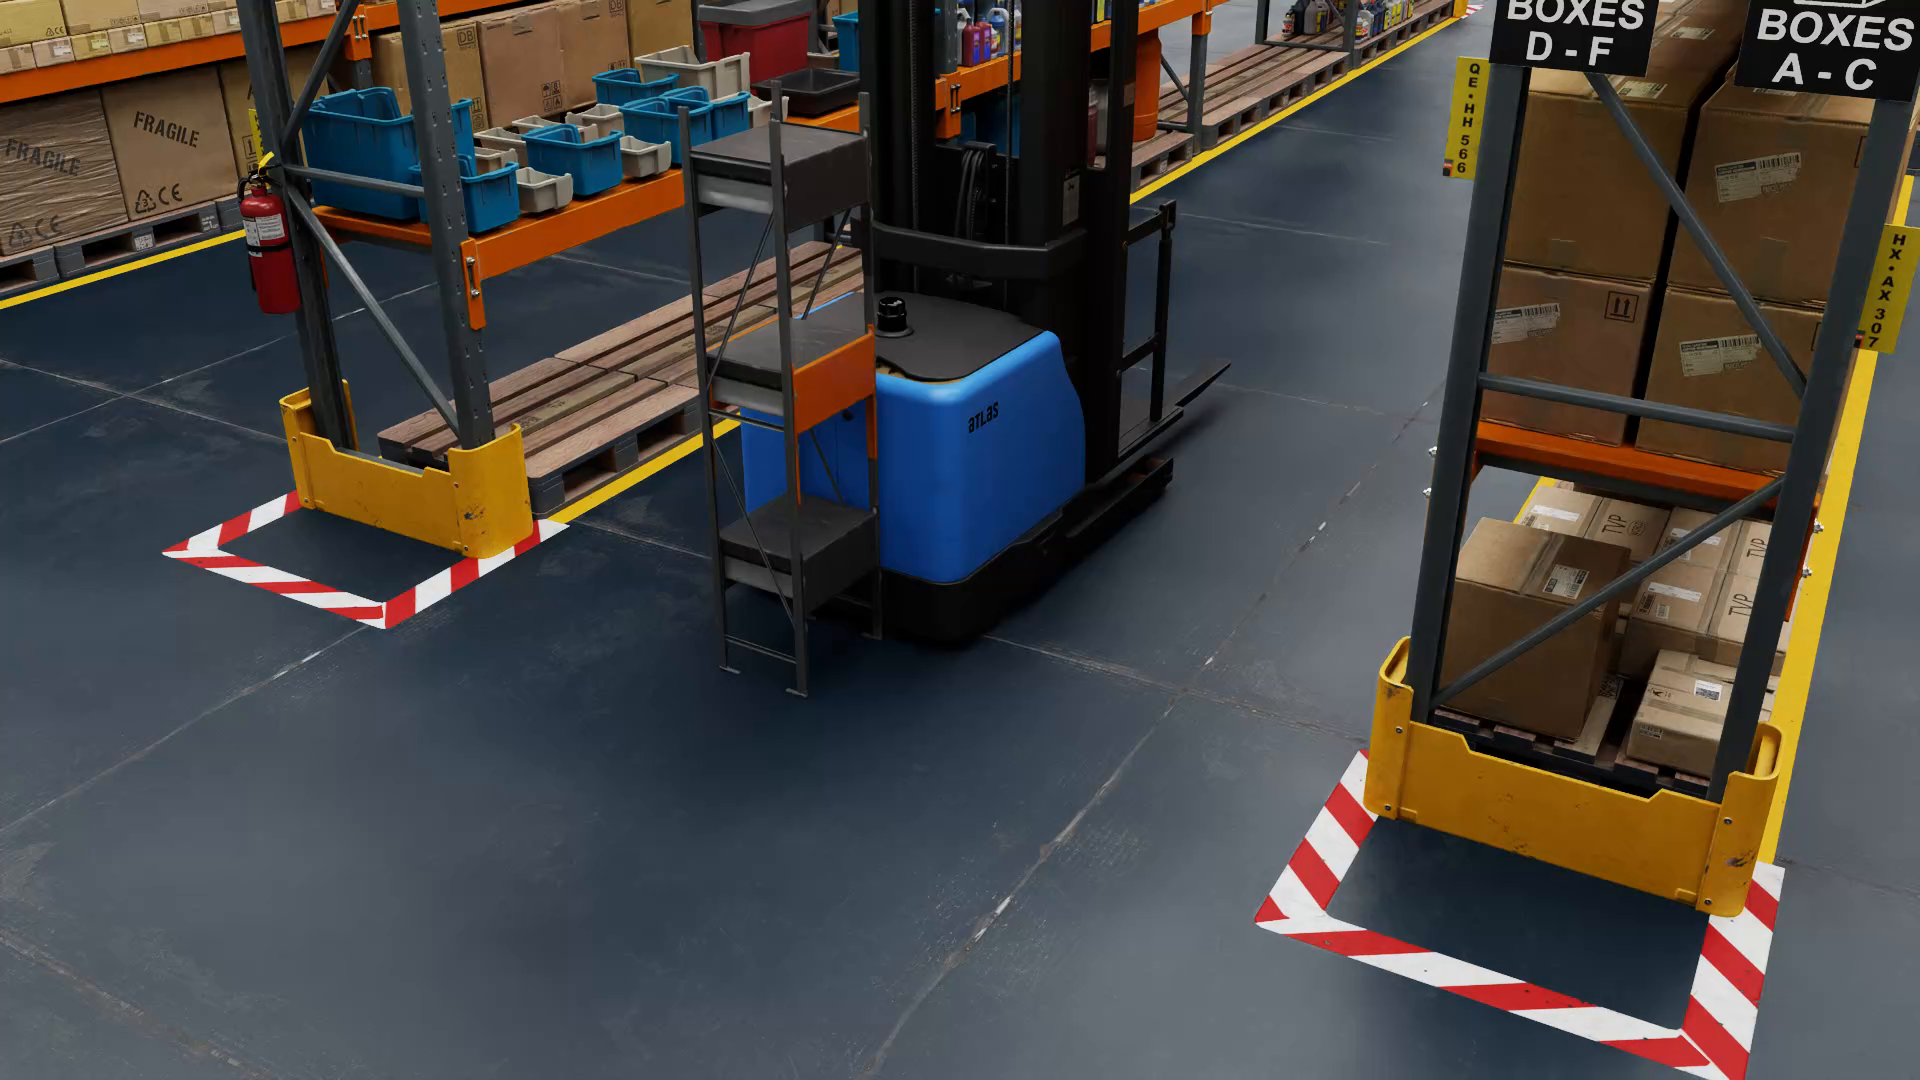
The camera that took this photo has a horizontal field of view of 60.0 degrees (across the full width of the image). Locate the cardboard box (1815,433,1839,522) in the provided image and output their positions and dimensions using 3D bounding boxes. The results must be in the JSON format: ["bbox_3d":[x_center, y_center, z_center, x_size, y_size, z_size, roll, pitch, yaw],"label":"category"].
[{"bbox_3d":[3.432,-0.340,7.091,0.500,0.311,0.500,14,30,26],"label":"cardboard box"}]

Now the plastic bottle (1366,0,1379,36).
[{"bbox_3d":[4.217,-5.368,17.091,0.144,0.351,0.185,15,30,27],"label":"plastic bottle"}]

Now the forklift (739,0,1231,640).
[{"bbox_3d":[0.327,-1.548,7.067,1.130,2.935,3.031,15,30,28],"label":"forklift"}]

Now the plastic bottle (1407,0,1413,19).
[{"bbox_3d":[4.863,-5.812,18.052,0.061,0.283,0.133,15,30,27],"label":"plastic bottle"}]

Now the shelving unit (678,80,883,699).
[{"bbox_3d":[-0.604,-0.499,5.901,0.431,2.100,0.503,15,30,28],"label":"shelving unit"}]

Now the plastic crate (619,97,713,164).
[{"bbox_3d":[-1.388,-1.945,7.905,0.416,0.233,0.300,14,30,26],"label":"plastic crate"}]

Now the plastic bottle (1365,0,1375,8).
[{"bbox_3d":[4.378,-5.597,17.631,0.152,0.276,0.135,14,30,26],"label":"plastic bottle"}]

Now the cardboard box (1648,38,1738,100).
[{"bbox_3d":[2.094,-1.287,5.241,0.500,0.500,0.500,15,30,27],"label":"cardboard box"}]

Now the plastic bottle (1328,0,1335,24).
[{"bbox_3d":[3.955,-5.669,17.767,0.061,0.283,0.133,14,30,26],"label":"plastic bottle"}]

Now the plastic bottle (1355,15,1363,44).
[{"bbox_3d":[3.997,-5.137,16.718,0.097,0.271,0.097,0,27,0],"label":"plastic bottle"}]

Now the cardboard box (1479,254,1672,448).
[{"bbox_3d":[1.850,-0.643,5.072,0.500,0.500,0.500,15,30,28],"label":"cardboard box"}]

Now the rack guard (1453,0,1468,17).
[{"bbox_3d":[5.430,-6.534,19.744,1.175,0.500,0.348,14,30,26],"label":"rack guard"}]

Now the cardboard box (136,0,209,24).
[{"bbox_3d":[-5.281,-3.541,10.807,0.500,0.250,0.500,15,30,27],"label":"cardboard box"}]

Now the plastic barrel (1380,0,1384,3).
[{"bbox_3d":[4.923,-6.298,18.791,0.421,0.512,0.421,0,27,0],"label":"plastic barrel"}]

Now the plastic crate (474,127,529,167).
[{"bbox_3d":[-2.046,-1.833,7.787,0.396,0.136,0.243,14,30,26],"label":"plastic crate"}]

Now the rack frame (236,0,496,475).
[{"bbox_3d":[-2.444,-1.456,6.808,1.000,3.000,0.127,14,30,26],"label":"rack frame"}]

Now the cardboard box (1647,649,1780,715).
[{"bbox_3d":[2.495,0.521,5.531,0.380,0.166,0.250,14,30,26],"label":"cardboard box"}]

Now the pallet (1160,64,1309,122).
[{"bbox_3d":[2.507,-4.094,15.193,1.003,0.211,1.213,14,30,26],"label":"pallet"}]

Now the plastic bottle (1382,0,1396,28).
[{"bbox_3d":[4.519,-5.607,17.569,0.144,0.351,0.185,14,30,26],"label":"plastic bottle"}]

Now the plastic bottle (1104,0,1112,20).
[{"bbox_3d":[0.987,-3.802,11.549,0.144,0.351,0.185,14,30,26],"label":"plastic bottle"}]

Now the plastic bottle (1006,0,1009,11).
[{"bbox_3d":[0.315,-3.881,11.790,0.152,0.276,0.135,14,30,26],"label":"plastic bottle"}]

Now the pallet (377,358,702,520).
[{"bbox_3d":[-2.005,-0.522,8.057,1.003,0.211,1.213,14,30,26],"label":"pallet"}]

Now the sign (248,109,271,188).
[{"bbox_3d":[-2.931,-1.644,7.001,0.100,0.325,0.005,14,30,26],"label":"sign"}]

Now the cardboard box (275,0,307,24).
[{"bbox_3d":[-4.780,-3.702,11.575,0.380,0.149,0.250,15,30,27],"label":"cardboard box"}]

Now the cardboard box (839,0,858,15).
[{"bbox_3d":[-1.425,-5.886,17.959,0.700,0.500,0.500,14,30,26],"label":"cardboard box"}]

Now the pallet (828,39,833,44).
[{"bbox_3d":[-1.235,-5.673,18.347,1.003,0.211,1.213,14,30,26],"label":"pallet"}]

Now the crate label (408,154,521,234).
[{"bbox_3d":[-2.036,-1.432,6.879,0.416,0.233,0.303,14,30,26],"label":"crate label"}]

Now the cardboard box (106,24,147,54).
[{"bbox_3d":[-5.412,-3.203,10.577,0.380,0.149,0.250,15,30,27],"label":"cardboard box"}]

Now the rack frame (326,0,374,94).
[{"bbox_3d":[-4.789,-4.106,12.101,1.000,3.000,0.127,14,30,26],"label":"rack frame"}]

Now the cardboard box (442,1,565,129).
[{"bbox_3d":[-4.052,-3.946,13.686,1.225,0.875,0.875,13,29,24],"label":"cardboard box"}]

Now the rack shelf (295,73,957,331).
[{"bbox_3d":[-1.460,-1.914,8.526,1.077,0.370,4.000,14,30,26],"label":"rack shelf"}]

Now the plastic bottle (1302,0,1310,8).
[{"bbox_3d":[3.619,-5.534,17.422,0.144,0.351,0.185,13,29,24],"label":"plastic bottle"}]

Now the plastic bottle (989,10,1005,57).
[{"bbox_3d":[0.230,-3.145,10.326,0.097,0.271,0.097,0,27,0],"label":"plastic bottle"}]

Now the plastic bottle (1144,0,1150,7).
[{"bbox_3d":[1.334,-3.989,12.089,0.097,0.201,0.097,0,27,0],"label":"plastic bottle"}]

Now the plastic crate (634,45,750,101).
[{"bbox_3d":[-1.388,-2.434,8.827,0.437,0.282,0.530,14,30,26],"label":"plastic crate"}]

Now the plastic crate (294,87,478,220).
[{"bbox_3d":[-2.442,-1.670,7.130,0.616,0.435,0.499,14,30,26],"label":"plastic crate"}]

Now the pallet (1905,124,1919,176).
[{"bbox_3d":[4.322,-2.124,8.357,1.003,0.211,1.213,14,30,26],"label":"pallet"}]

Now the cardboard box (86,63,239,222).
[{"bbox_3d":[-5.626,-2.753,11.303,0.875,0.875,0.875,14,30,26],"label":"cardboard box"}]

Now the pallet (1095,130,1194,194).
[{"bbox_3d":[1.140,-3.011,13.028,1.003,0.211,1.213,14,30,26],"label":"pallet"}]

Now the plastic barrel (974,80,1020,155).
[{"bbox_3d":[0.154,-2.749,11.265,0.600,0.901,0.708,14,30,26],"label":"plastic barrel"}]

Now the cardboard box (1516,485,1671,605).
[{"bbox_3d":[2.413,0.039,6.401,0.500,0.250,0.500,14,30,26],"label":"cardboard box"}]

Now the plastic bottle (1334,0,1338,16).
[{"bbox_3d":[4.095,-5.897,18.235,0.097,0.271,0.097,0,27,0],"label":"plastic bottle"}]

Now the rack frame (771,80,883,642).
[{"bbox_3d":[-0.476,-0.592,6.087,0.400,2.100,0.015,15,30,28],"label":"rack frame"}]

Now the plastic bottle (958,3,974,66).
[{"bbox_3d":[-0.001,-3.075,10.096,0.144,0.351,0.185,14,30,26],"label":"plastic bottle"}]

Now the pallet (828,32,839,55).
[{"bbox_3d":[-1.834,-5.196,17.393,1.003,0.211,1.213,14,30,26],"label":"pallet"}]

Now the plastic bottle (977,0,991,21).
[{"bbox_3d":[0.162,-3.644,11.322,0.097,0.271,0.097,0,27,0],"label":"plastic bottle"}]
